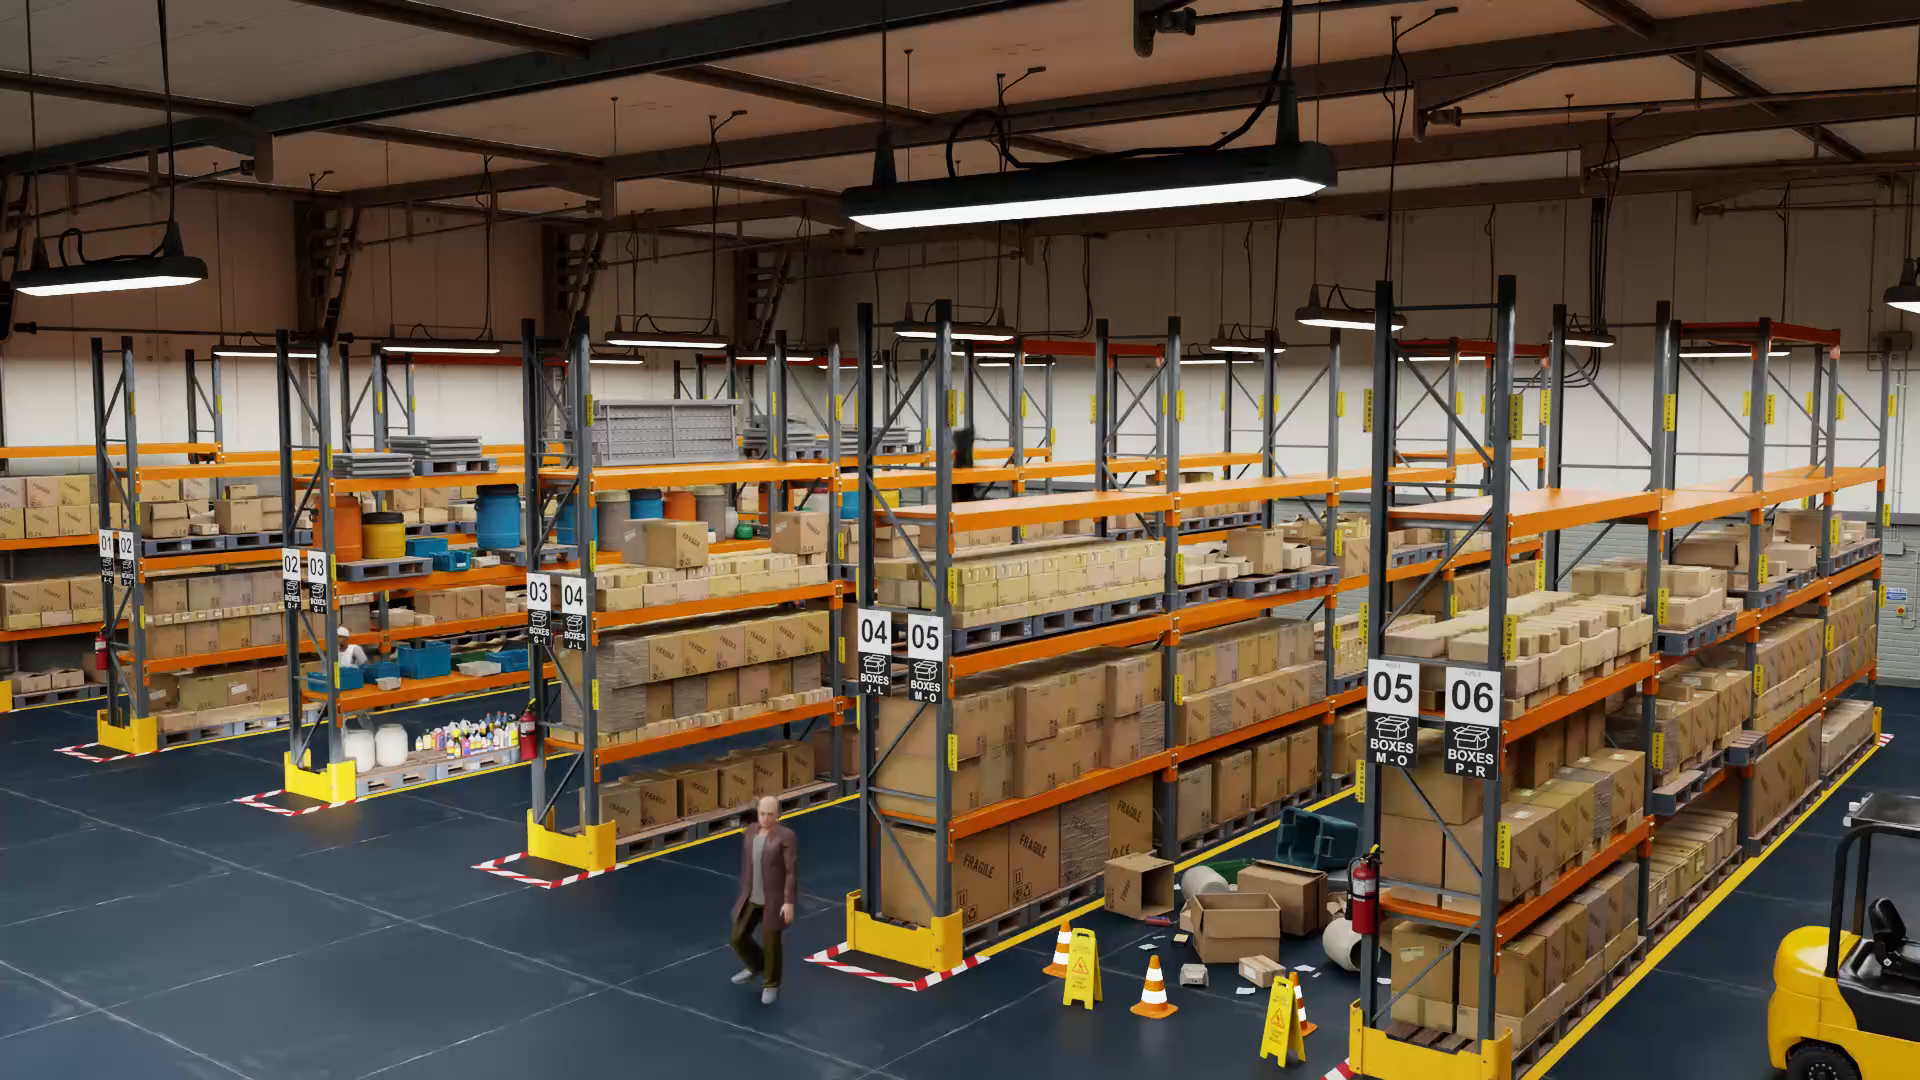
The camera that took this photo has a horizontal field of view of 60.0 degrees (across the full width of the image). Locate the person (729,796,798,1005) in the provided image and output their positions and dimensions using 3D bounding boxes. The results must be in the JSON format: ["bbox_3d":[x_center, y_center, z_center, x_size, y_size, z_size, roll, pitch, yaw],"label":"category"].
[{"bbox_3d":[-1.663,3.054,14.193,0.702,1.801,0.520,2,5,23],"label":"person"}]

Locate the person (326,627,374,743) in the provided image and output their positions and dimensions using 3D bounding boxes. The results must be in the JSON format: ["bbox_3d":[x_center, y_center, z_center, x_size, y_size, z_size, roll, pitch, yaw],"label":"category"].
[{"bbox_3d":[-8.974,2.178,24.298,0.786,1.844,0.718,1,5,9],"label":"person"}]

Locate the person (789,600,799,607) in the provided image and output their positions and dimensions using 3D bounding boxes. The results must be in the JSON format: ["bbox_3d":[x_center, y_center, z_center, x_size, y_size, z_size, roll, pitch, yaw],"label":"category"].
[{"bbox_3d":[-3.441,1.470,32.694,0.667,1.715,0.703,2,5,21],"label":"person"}]
